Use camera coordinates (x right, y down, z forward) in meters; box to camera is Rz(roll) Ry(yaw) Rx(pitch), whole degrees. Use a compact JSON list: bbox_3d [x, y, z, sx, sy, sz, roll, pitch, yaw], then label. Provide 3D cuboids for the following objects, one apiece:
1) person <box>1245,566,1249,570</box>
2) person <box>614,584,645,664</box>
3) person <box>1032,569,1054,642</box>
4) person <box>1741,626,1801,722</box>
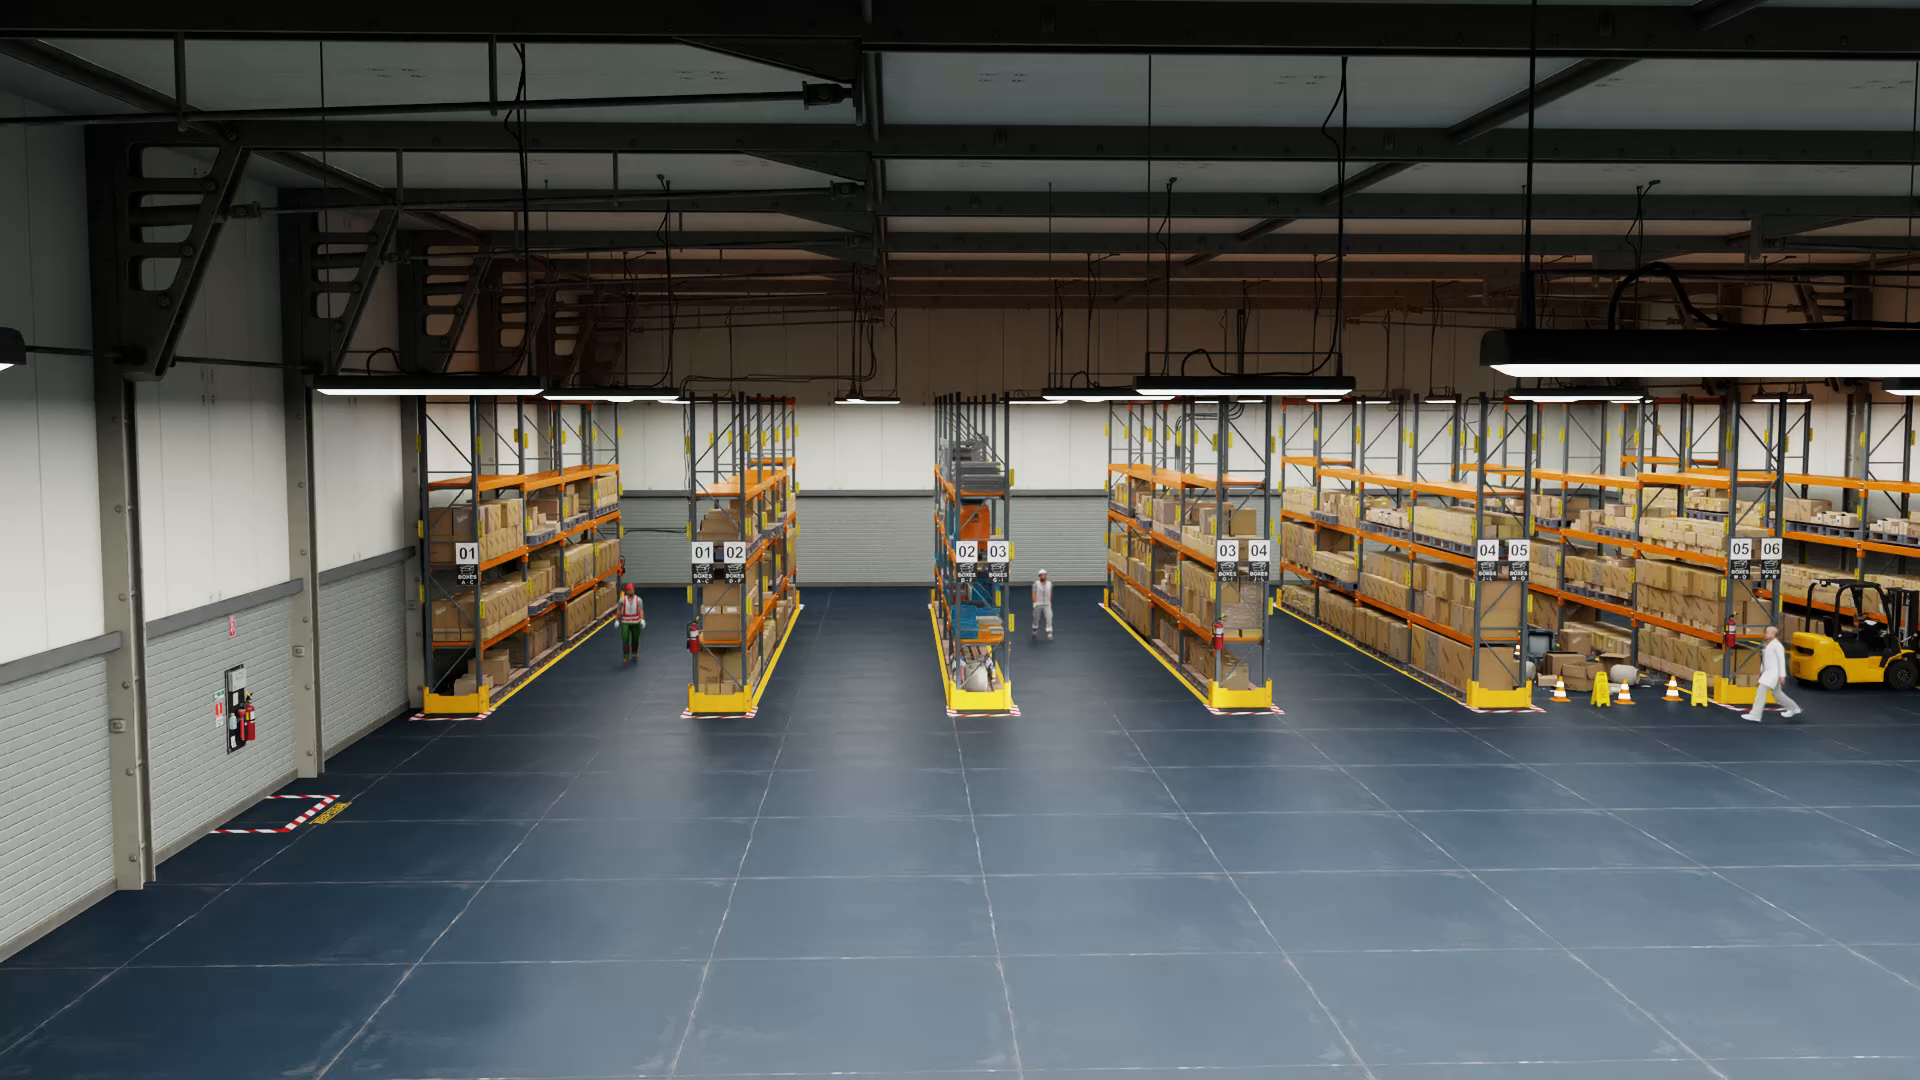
[{"bbox_3d":[8.187,1.196,46.415,0.476,1.588,1.014,0,5,-5],"label":"person"},{"bbox_3d":[-7.397,1.848,37.242,0.681,1.738,1.025,-1,5,-11],"label":"person"},{"bbox_3d":[2.020,1.590,40.542,0.557,1.741,1.071,-1,5,-12],"label":"person"},{"bbox_3d":[14.778,2.429,30.226,1.144,1.732,0.578,0,5,2],"label":"person"}]
